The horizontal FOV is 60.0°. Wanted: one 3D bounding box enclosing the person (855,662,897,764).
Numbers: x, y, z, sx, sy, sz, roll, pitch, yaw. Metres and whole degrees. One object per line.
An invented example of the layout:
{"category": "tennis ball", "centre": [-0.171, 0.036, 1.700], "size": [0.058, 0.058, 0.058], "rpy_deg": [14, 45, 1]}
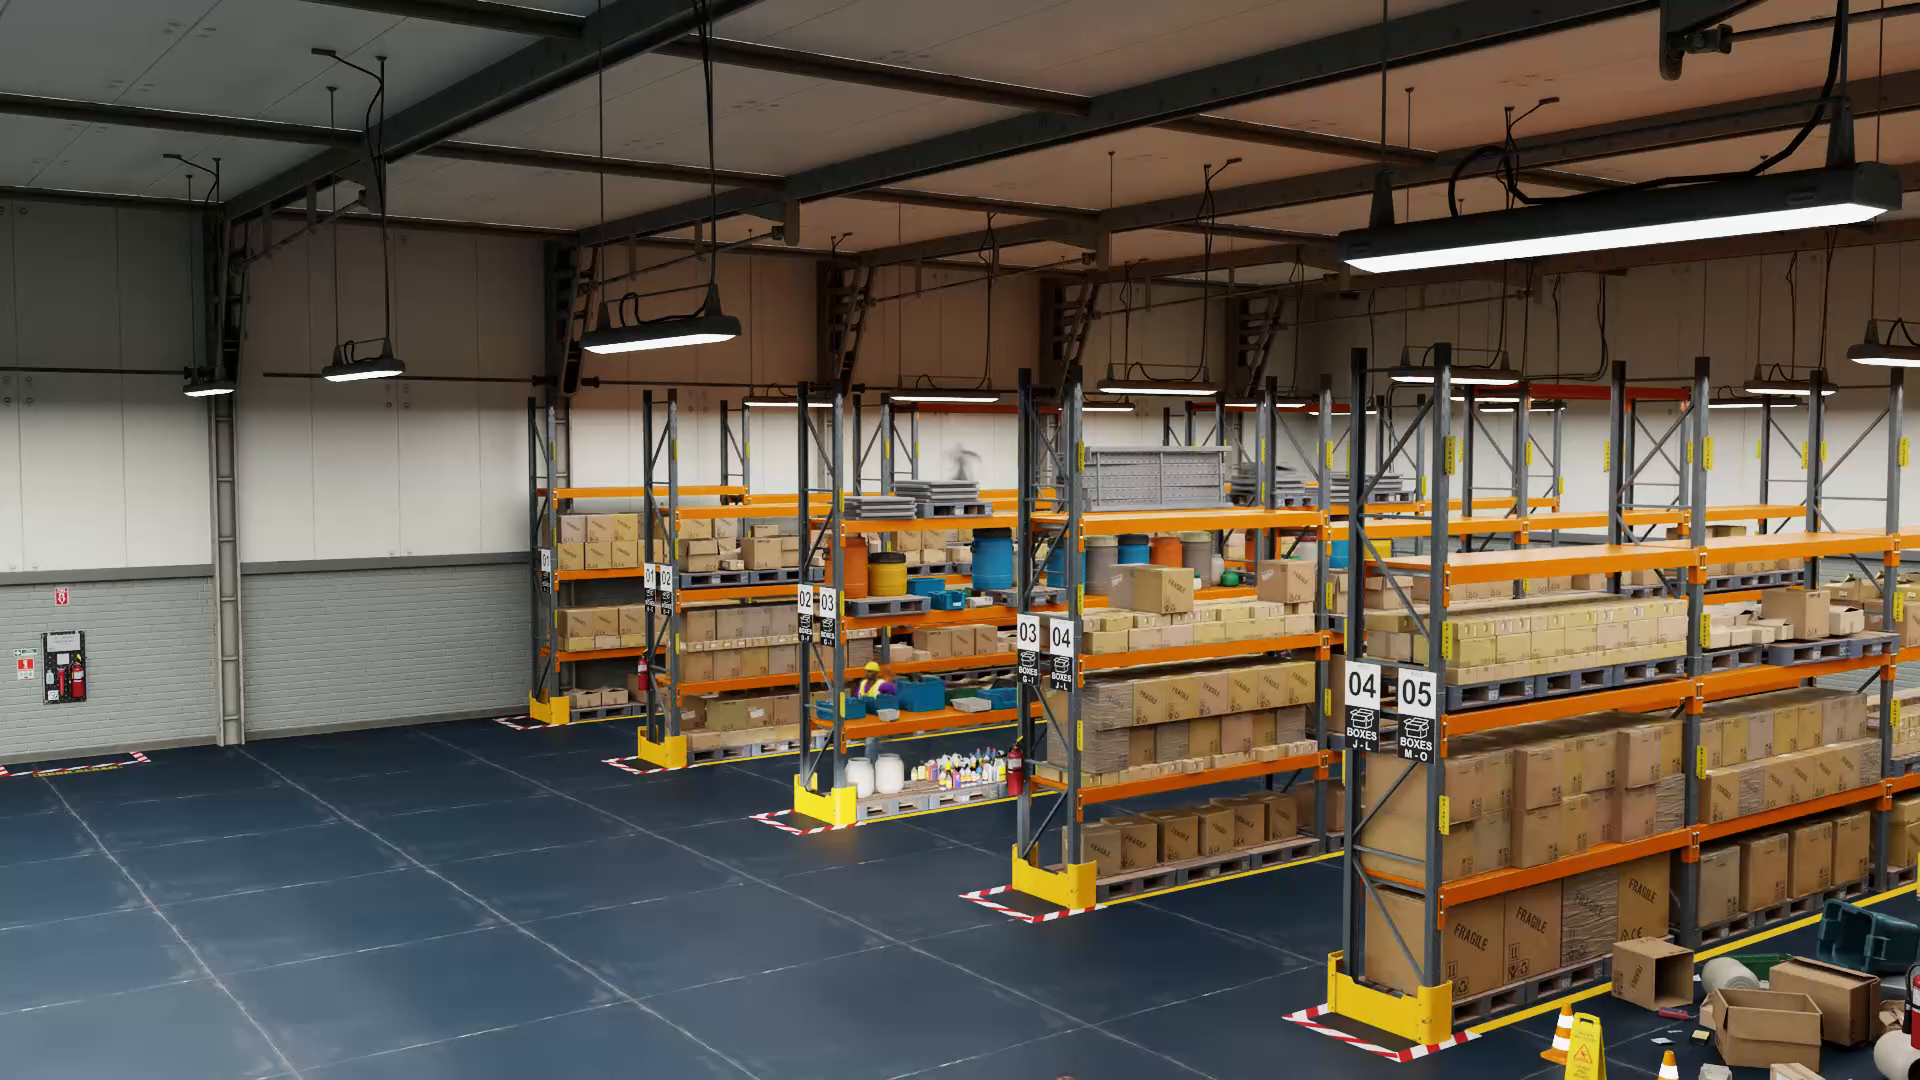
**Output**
{"category": "person", "centre": [-1.346, 2.749, 25.449], "size": [0.692, 1.774, 0.975], "rpy_deg": [3, 4, 39]}
